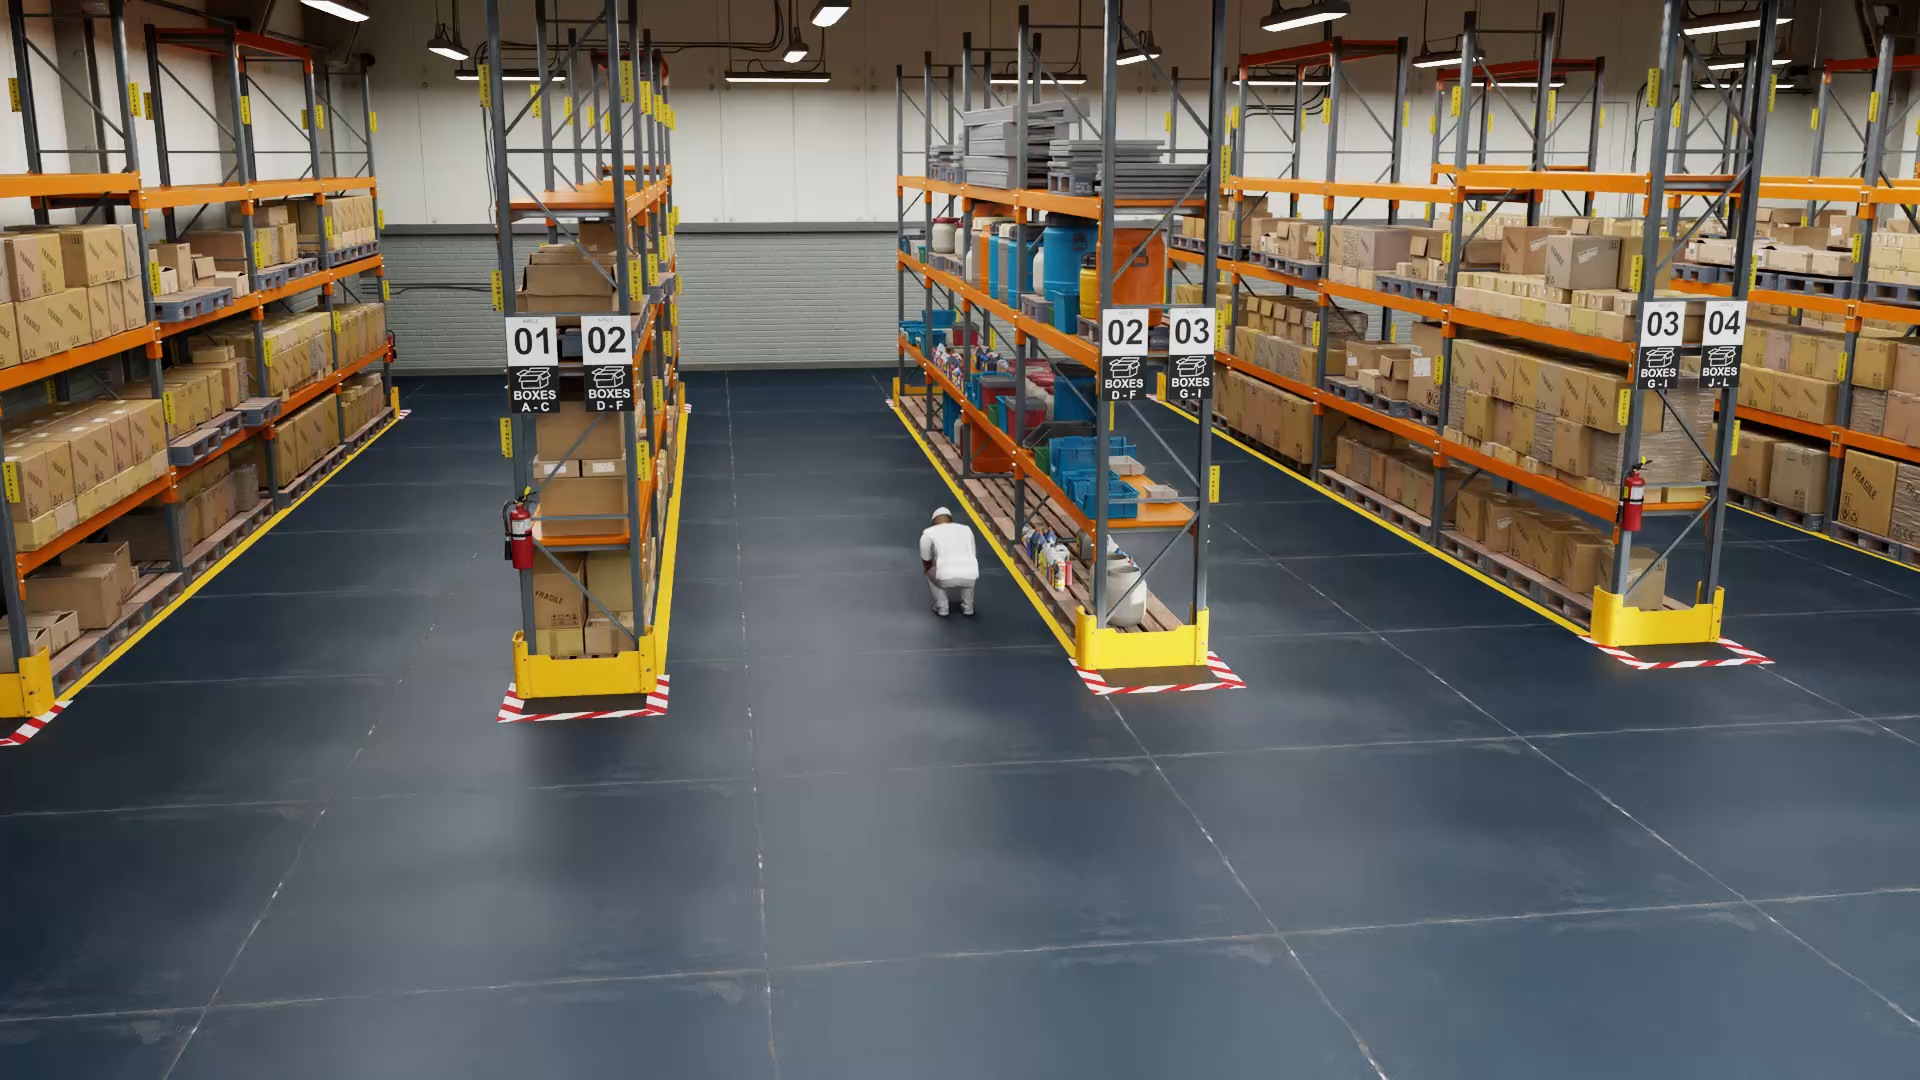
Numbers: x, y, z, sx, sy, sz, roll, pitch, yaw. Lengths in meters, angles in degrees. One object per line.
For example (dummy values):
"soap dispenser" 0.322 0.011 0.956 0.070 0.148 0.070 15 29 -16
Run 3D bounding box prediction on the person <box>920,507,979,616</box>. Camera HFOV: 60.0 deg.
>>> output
"person" -0.105 0.208 16.758 0.585 0.995 0.898 -2 13 -8
